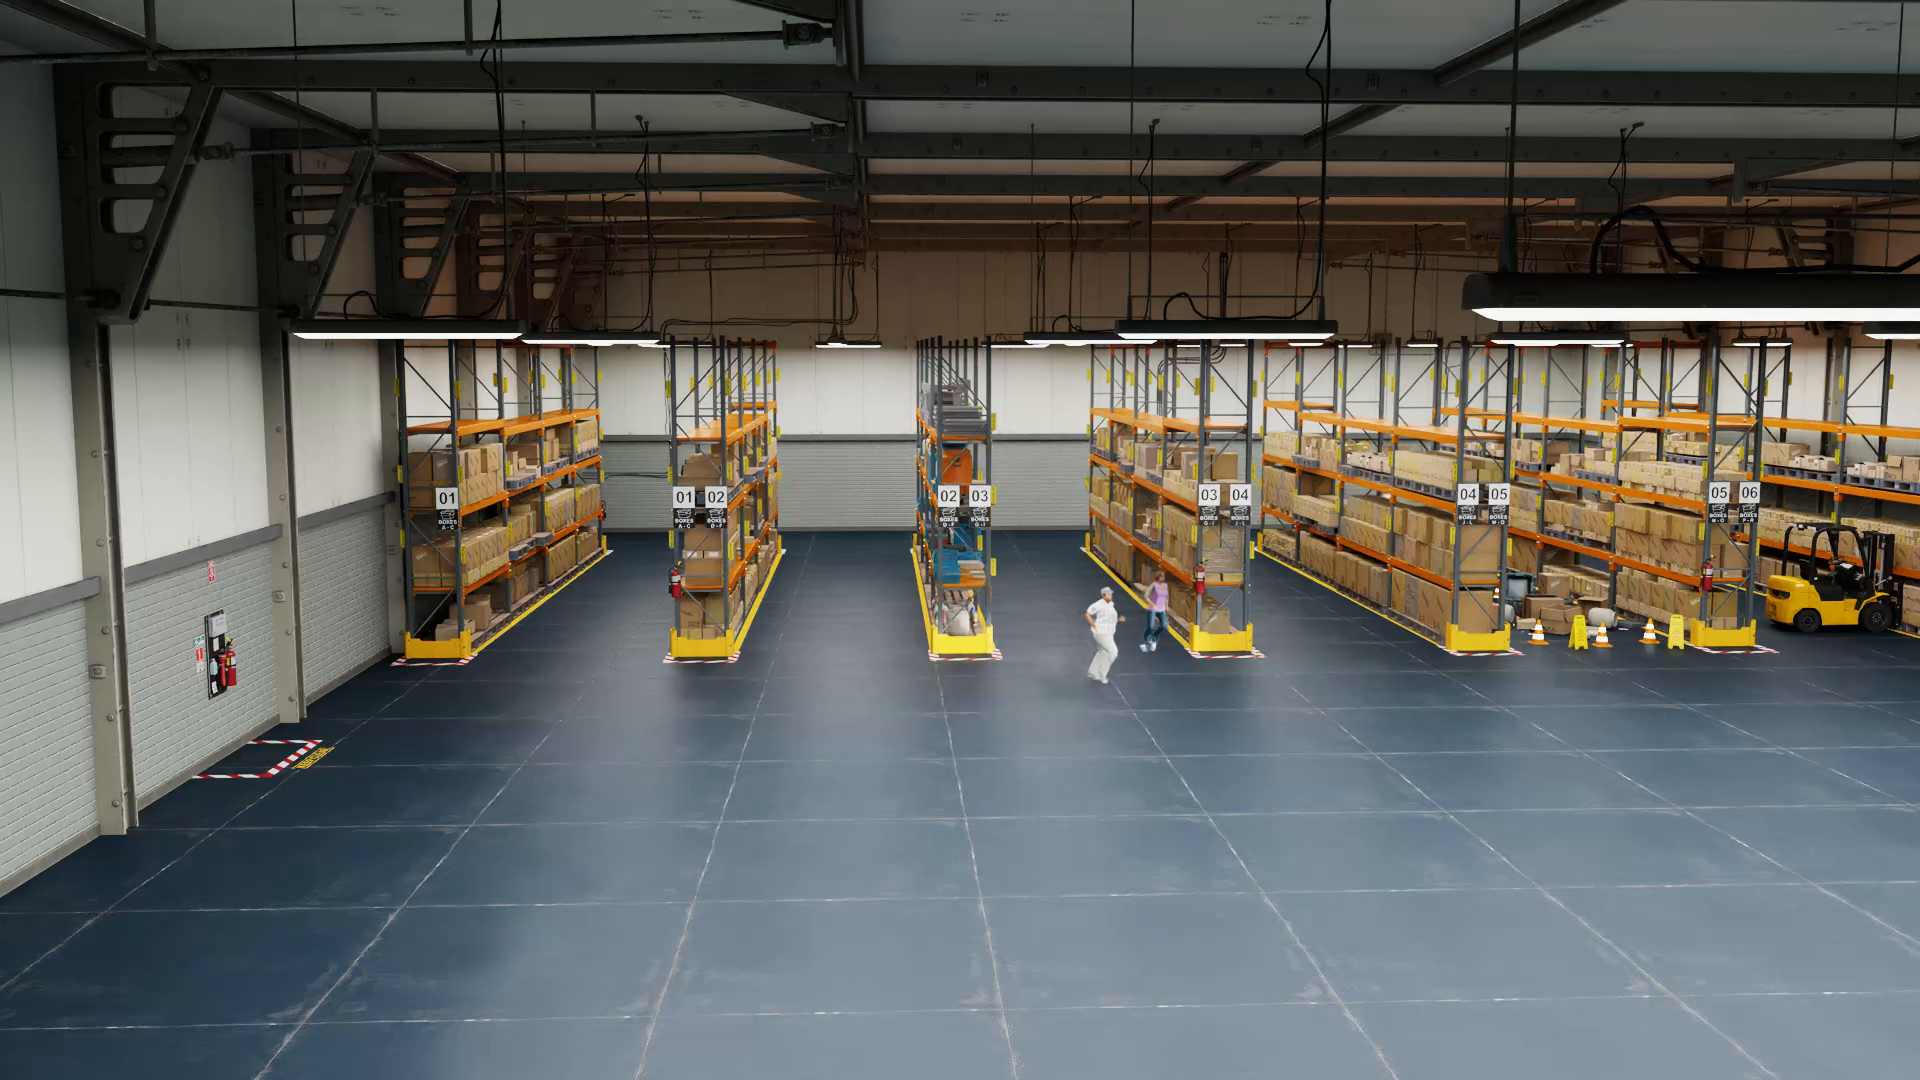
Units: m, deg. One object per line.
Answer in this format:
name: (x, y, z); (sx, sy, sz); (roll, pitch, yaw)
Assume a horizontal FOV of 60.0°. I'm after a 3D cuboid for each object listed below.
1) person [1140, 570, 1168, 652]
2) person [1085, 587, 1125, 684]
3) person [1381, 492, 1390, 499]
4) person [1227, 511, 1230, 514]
person: (3.768, 1.350, 31.696); (0.601, 1.545, 0.570); (-2, 7, -20)
person: (2.523, 1.653, 28.815); (0.697, 1.704, 0.574); (4, 8, 32)
person: (12.611, -0.762, 49.415); (0.781, 1.822, 0.695); (0, 6, -3)
person: (7.522, -0.247, 45.356); (0.624, 1.657, 0.931); (-1, 7, -5)
